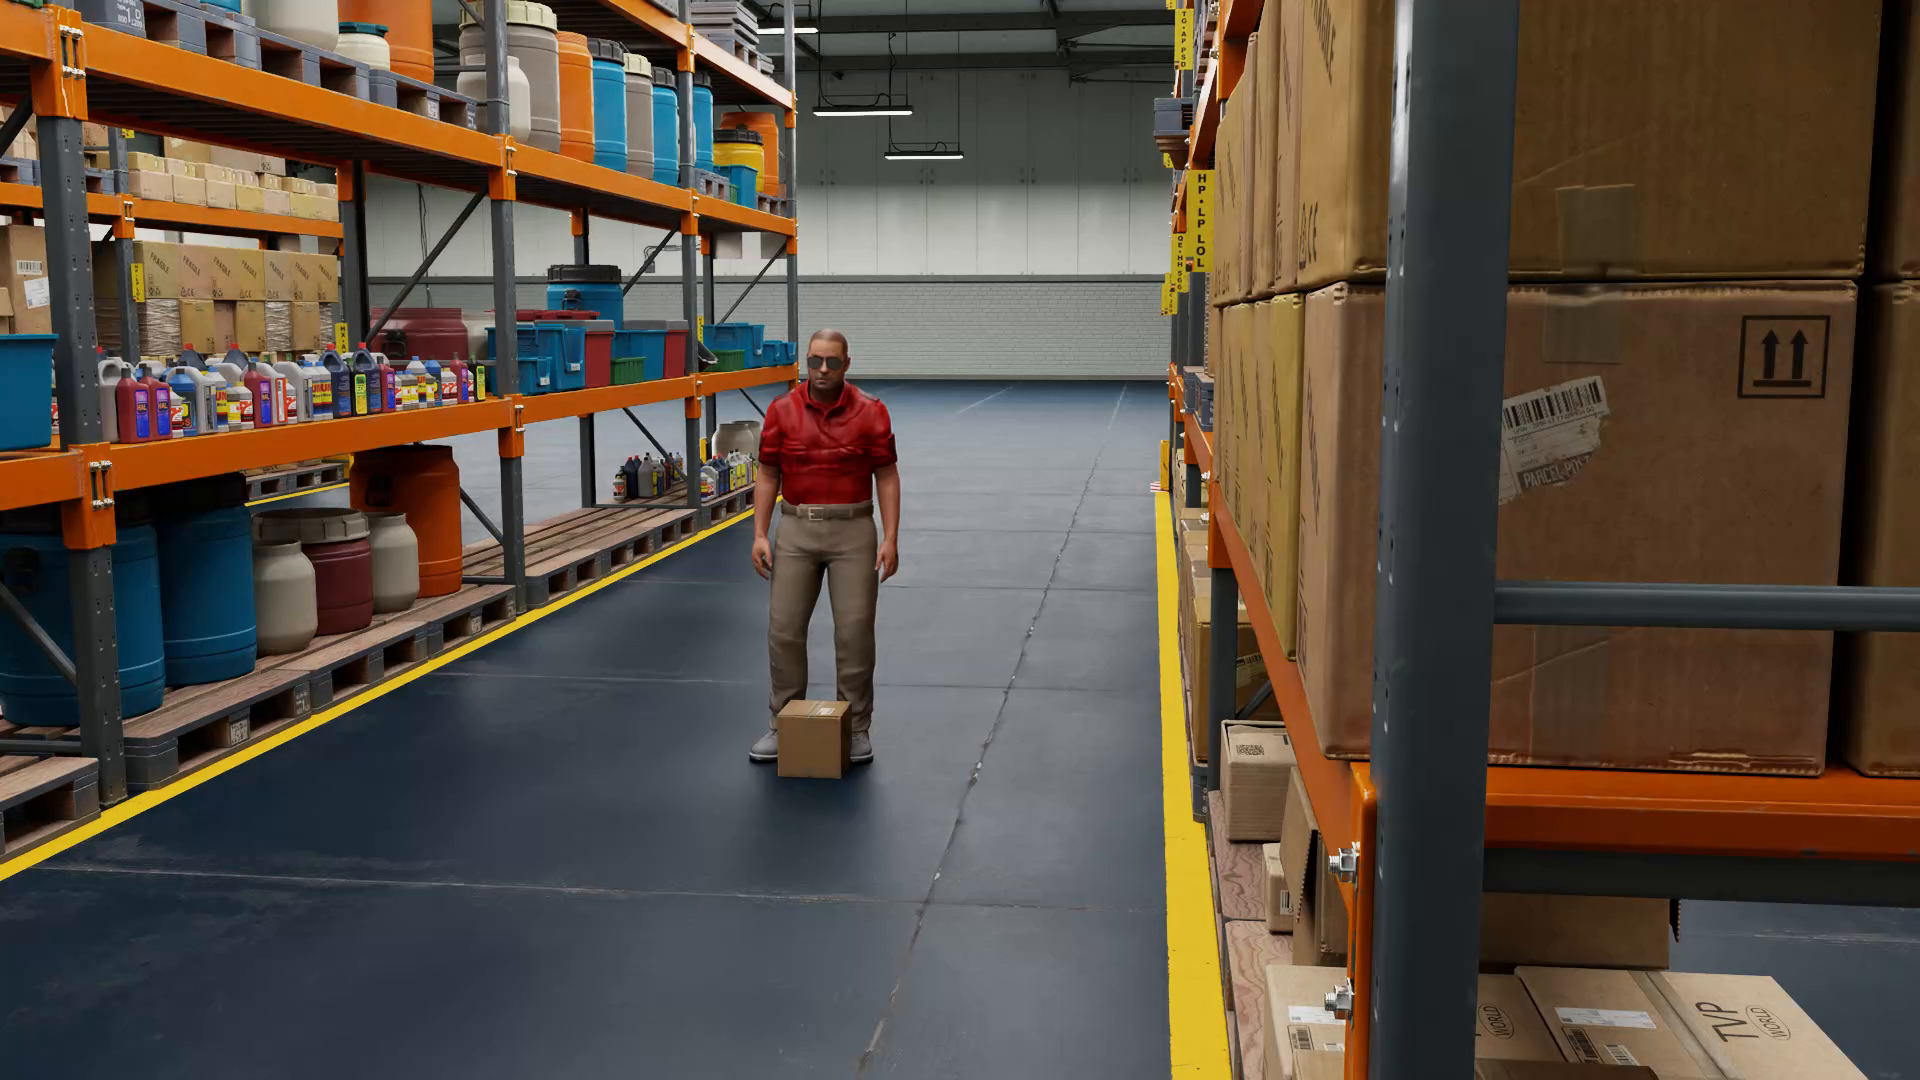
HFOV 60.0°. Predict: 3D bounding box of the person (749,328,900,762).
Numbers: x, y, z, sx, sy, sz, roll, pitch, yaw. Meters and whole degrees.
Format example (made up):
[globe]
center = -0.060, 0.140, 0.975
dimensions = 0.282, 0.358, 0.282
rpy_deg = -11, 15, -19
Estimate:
[person]
center = -0.543, 0.017, 6.709
dimensions = 0.603, 1.728, 0.384
rpy_deg = 0, 8, 4
